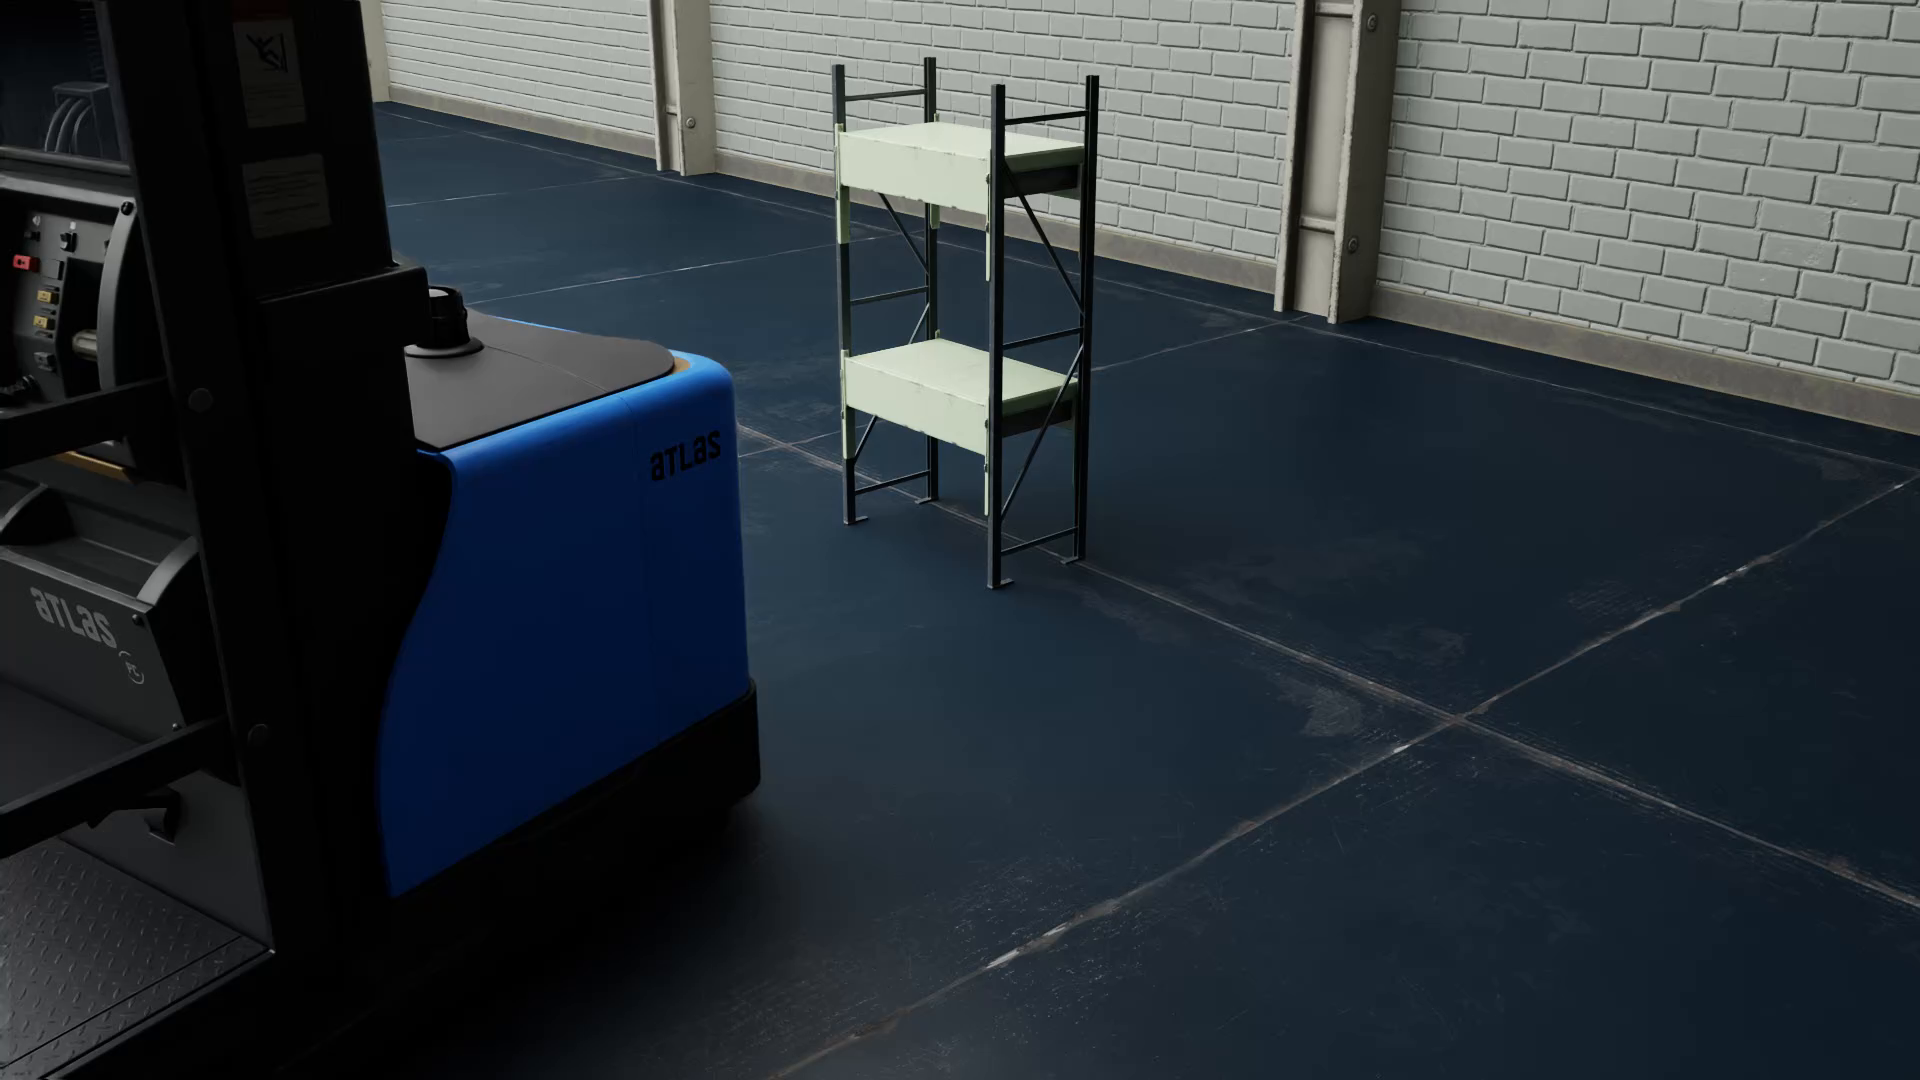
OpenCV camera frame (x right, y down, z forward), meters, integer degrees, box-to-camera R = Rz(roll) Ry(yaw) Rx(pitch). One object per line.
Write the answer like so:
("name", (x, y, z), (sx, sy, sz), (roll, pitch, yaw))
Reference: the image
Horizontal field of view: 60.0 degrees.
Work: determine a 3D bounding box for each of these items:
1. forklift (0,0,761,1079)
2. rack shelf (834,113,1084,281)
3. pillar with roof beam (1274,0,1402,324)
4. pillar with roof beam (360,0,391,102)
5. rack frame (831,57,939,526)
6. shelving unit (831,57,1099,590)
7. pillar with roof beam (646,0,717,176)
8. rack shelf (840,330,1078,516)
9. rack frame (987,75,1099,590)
("forklift", (-1.693, -0.394, 2.470), (1.130, 2.935, 3.031), (13, 25, 31))
("rack shelf", (0.004, -1.060, 5.063), (0.431, 0.370, 0.720), (-17, 27, -37))
("pillar with roof beam", (-1.419, -4.322, 4.179), (9.100, 9.000, 0.400), (-17, 27, -37))
("pillar with roof beam", (-9.252, -7.637, 12.644), (9.100, 9.000, 0.400), (-17, 27, -37))
("rack frame", (-0.235, -0.798, 5.464), (0.400, 1.500, 0.023), (-17, 27, -37))
("shelving unit", (0.004, -0.697, 5.206), (0.431, 1.500, 0.755), (-17, 27, -37))
("pillar with roof beam", (-5.336, -5.979, 8.411), (9.100, 9.000, 0.400), (-17, 27, -37))
("rack shelf", (0.004, -0.393, 5.325), (0.431, 0.370, 0.720), (-17, 27, -37))
("rack frame", (0.243, -0.595, 4.948), (0.400, 1.500, 0.023), (-17, 27, -37))
